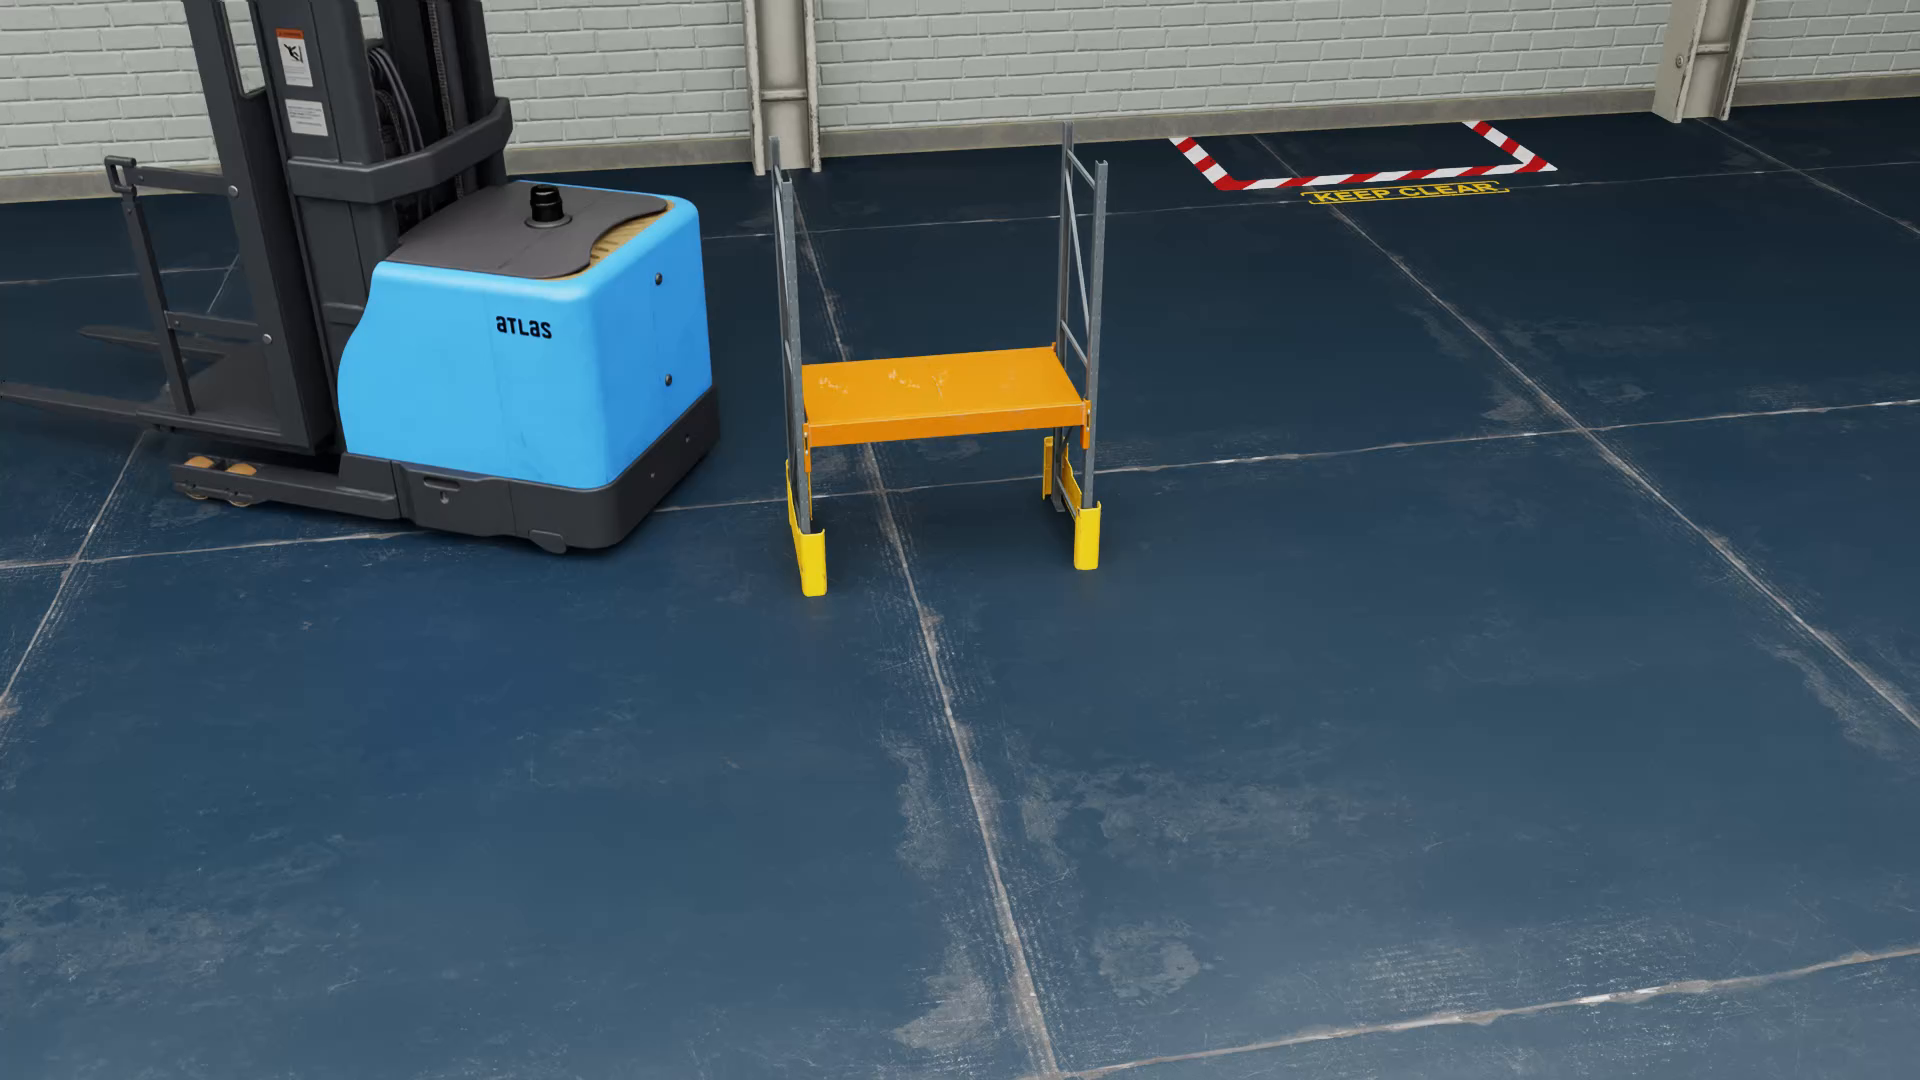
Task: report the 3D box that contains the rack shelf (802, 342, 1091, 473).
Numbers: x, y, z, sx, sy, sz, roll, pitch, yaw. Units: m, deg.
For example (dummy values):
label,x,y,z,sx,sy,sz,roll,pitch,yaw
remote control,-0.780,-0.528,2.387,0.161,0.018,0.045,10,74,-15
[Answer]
label,x,y,z,sx,sy,sz,roll,pitch,yaw
rack shelf,-0.084,-0.484,5.948,1.000,0.185,0.538,-5,31,-9

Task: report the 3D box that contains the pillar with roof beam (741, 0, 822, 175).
label,x,y,z,sx,sy,sz,roll,pitch,yaw
pillar with roof beam,-0.282,-4.013,4.197,0.400,9.000,9.100,-5,31,-9

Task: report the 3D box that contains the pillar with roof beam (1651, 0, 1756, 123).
label,x,y,z,sx,sy,sz,roll,pitch,yaw
pillar with roof beam,5.620,-4.561,5.128,0.400,9.000,9.100,-5,31,-9

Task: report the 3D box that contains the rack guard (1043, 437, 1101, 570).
label,x,y,z,sx,sy,sz,roll,pitch,yaw
rack guard,0.415,-0.146,6.252,0.087,0.250,0.587,-5,31,-9

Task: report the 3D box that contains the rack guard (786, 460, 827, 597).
label,x,y,z,sx,sy,sz,roll,pitch,yaw
rack guard,-0.565,-0.055,6.097,0.087,0.250,0.587,-5,31,-9

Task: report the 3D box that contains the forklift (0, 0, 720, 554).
label,x,y,z,sx,sy,sz,roll,pitch,yaw
forklift,-2.560,-1.636,6.141,3.031,2.935,1.130,9,32,15

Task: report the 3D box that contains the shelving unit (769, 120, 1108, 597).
label,x,y,z,sx,sy,sz,roll,pitch,yaw
shelving unit,-0.075,-0.640,5.858,1.083,1.500,0.587,-5,31,-9

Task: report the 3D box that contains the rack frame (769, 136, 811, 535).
label,x,y,z,sx,sy,sz,roll,pitch,yaw
rack frame,-0.584,-0.592,5.778,0.032,1.500,0.500,-5,31,-9

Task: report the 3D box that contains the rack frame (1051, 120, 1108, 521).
label,x,y,z,sx,sy,sz,roll,pitch,yaw
rack frame,0.416,-0.685,5.936,0.032,1.500,0.500,-5,31,-9
